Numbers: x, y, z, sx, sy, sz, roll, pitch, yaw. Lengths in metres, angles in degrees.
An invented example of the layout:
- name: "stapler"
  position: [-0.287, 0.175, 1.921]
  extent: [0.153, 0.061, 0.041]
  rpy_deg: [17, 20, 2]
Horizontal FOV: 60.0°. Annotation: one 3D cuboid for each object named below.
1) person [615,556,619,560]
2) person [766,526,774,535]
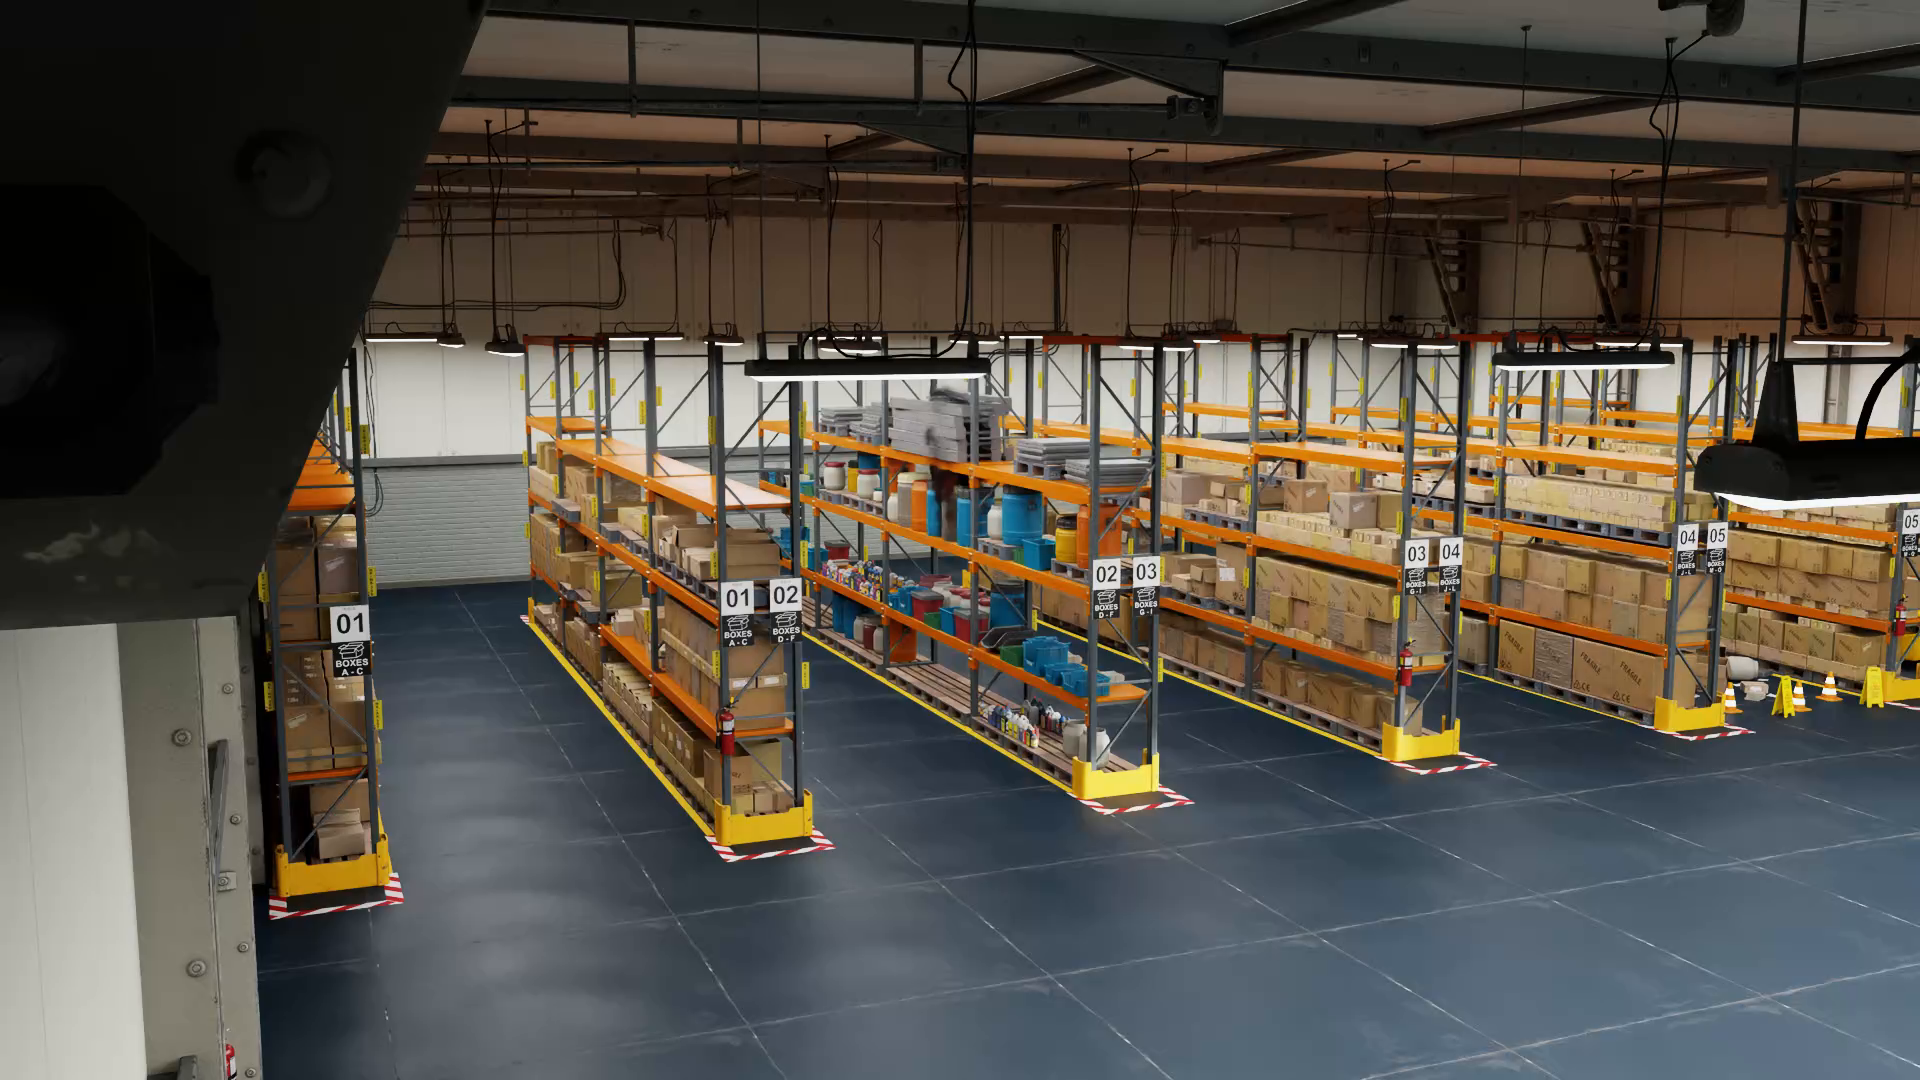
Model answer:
- name: "person"
  position: [-7.543, 0.760, 36.143]
  extent: [0.845, 1.642, 0.742]
  rpy_deg: [2, 8, 13]
- name: "person"
  position: [-4.458, 0.495, 37.780]
  extent: [0.888, 1.602, 0.445]
  rpy_deg: [-3, 8, -18]
